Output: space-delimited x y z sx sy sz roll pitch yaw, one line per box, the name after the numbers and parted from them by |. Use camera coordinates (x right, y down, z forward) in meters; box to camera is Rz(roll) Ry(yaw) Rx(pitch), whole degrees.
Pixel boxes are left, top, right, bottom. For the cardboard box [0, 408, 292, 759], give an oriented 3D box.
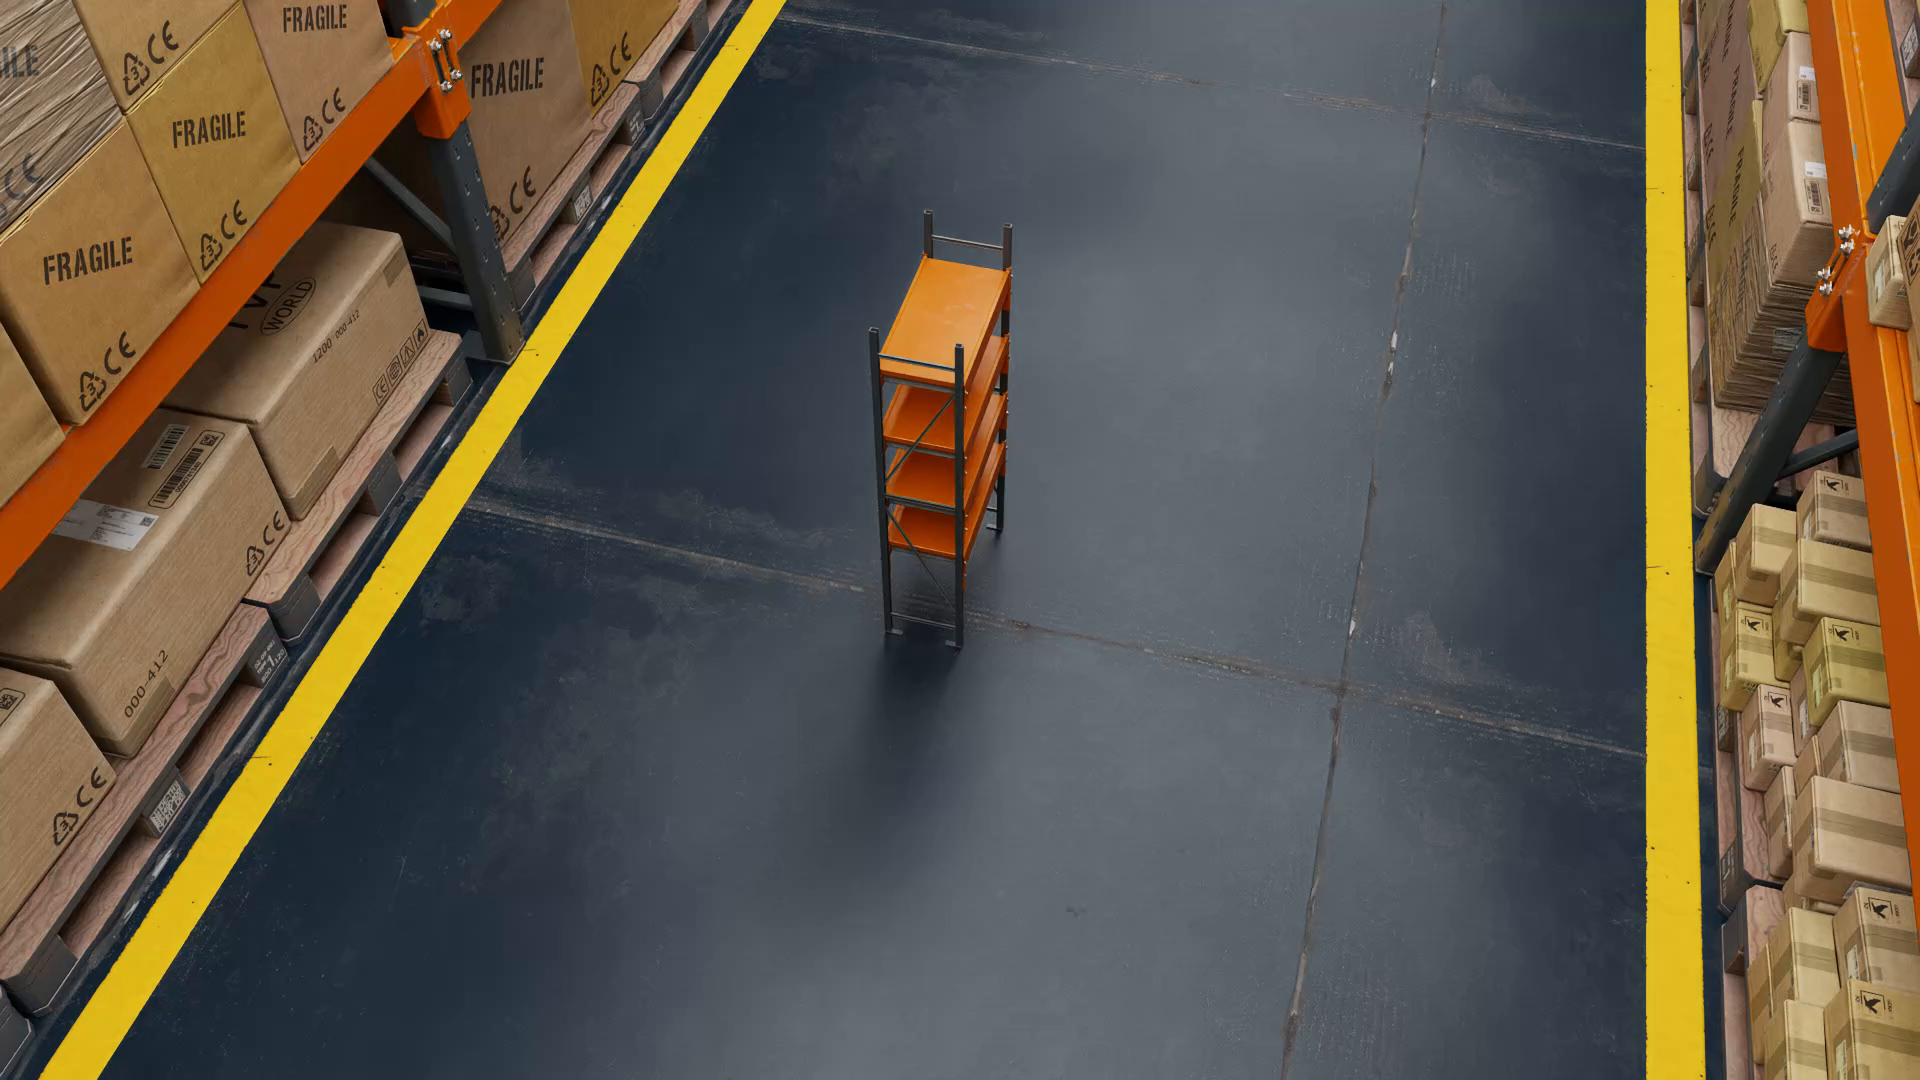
-2.530 0.054 4.631 0.875 0.438 0.875 10 49 9 | cardboard box

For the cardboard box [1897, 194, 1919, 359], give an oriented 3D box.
2.402 -0.655 3.562 0.500 0.500 0.500 11 49 9 | cardboard box

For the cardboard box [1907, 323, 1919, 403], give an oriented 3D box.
2.389 -0.407 3.776 0.380 0.149 0.250 13 50 11 | cardboard box

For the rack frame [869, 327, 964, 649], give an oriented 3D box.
-0.108 -0.101 4.539 0.240 1.200 0.015 12 50 10 | rack frame

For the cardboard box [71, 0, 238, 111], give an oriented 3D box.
-2.026 -1.338 3.697 0.500 0.500 0.500 11 49 9 | cardboard box

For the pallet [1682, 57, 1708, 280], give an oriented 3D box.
3.298 -1.358 6.308 1.003 0.211 1.213 12 50 10 | pallet

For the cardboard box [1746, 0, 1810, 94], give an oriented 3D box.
3.001 -1.735 5.667 0.500 0.250 0.500 10 49 8 | cardboard box

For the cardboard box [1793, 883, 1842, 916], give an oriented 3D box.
2.193 0.846 3.925 0.380 0.149 0.250 14 50 12 | cardboard box

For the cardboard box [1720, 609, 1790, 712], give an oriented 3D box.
2.300 0.365 4.549 0.380 0.149 0.250 13 50 11 | cardboard box

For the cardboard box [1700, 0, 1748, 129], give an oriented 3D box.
3.137 -1.839 6.260 0.500 0.500 0.500 10 49 9 | cardboard box

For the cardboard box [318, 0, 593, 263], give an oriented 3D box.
-1.940 -1.636 5.830 0.875 0.875 0.875 13 50 11 | cardboard box

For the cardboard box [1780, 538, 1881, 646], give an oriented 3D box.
2.356 0.172 4.323 0.380 0.149 0.250 14 50 12 | cardboard box

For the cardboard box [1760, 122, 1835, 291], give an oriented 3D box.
2.728 -0.980 5.002 0.500 0.250 0.500 10 49 9 | cardboard box

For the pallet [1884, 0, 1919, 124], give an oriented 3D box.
3.117 -1.292 4.518 1.003 0.211 1.213 12 50 10 | pallet

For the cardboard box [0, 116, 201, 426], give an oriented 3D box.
-2.150 -0.643 3.750 0.500 0.500 0.500 11 49 9 | cardboard box

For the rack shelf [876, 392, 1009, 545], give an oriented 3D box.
-0.044 -0.233 4.745 0.258 0.148 0.480 12 50 10 | rack shelf

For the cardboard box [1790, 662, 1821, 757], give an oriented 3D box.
2.362 0.457 4.269 0.380 0.149 0.250 11 50 10 | cardboard box

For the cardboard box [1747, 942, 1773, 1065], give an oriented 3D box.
2.068 1.119 3.883 0.380 0.149 0.250 10 49 9 | cardboard box

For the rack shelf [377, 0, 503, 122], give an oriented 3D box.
-1.500 -2.944 6.328 1.077 0.370 4.000 12 50 10 | rack shelf

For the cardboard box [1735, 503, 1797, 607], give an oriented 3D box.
2.372 0.073 4.608 0.380 0.149 0.250 14 50 12 | cardboard box

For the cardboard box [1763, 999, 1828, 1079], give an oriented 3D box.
1.977 1.190 3.622 0.380 0.149 0.250 12 50 10 | cardboard box

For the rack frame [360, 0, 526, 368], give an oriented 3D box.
-2.026 -1.736 4.781 1.000 3.000 0.127 12 50 10 | rack frame

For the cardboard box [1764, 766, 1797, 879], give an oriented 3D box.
2.266 0.749 4.210 0.380 0.149 0.250 11 49 9 | cardboard box

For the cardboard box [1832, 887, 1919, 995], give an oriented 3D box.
2.152 0.939 3.645 0.380 0.149 0.250 10 49 8 | cardboard box

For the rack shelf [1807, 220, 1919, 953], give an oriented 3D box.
2.249 0.853 2.976 1.077 0.370 4.000 12 50 10 | rack shelf

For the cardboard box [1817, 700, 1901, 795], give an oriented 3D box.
2.290 0.557 3.982 0.380 0.149 0.250 10 49 9 | cardboard box

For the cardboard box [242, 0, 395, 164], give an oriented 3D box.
-1.902 -1.383 4.403 0.500 0.500 0.500 12 50 10 | cardboard box

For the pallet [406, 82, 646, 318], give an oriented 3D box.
-1.896 -1.386 6.332 1.003 0.211 1.213 12 50 10 | pallet

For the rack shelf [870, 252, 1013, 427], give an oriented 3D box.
-0.044 -0.537 4.400 0.258 0.148 0.480 12 50 10 | rack shelf

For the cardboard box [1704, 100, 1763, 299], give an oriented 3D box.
2.863 -1.100 5.607 0.500 0.500 0.500 11 49 9 | cardboard box

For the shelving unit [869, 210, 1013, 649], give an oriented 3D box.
-0.044 -0.277 4.694 0.258 1.200 0.503 12 50 10 | shelving unit

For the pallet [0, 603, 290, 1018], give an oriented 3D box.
-2.621 0.607 4.574 1.003 0.211 1.213 12 50 10 | pallet

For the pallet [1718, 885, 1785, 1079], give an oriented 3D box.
2.314 1.469 3.813 1.003 0.211 1.213 12 50 10 | pallet
